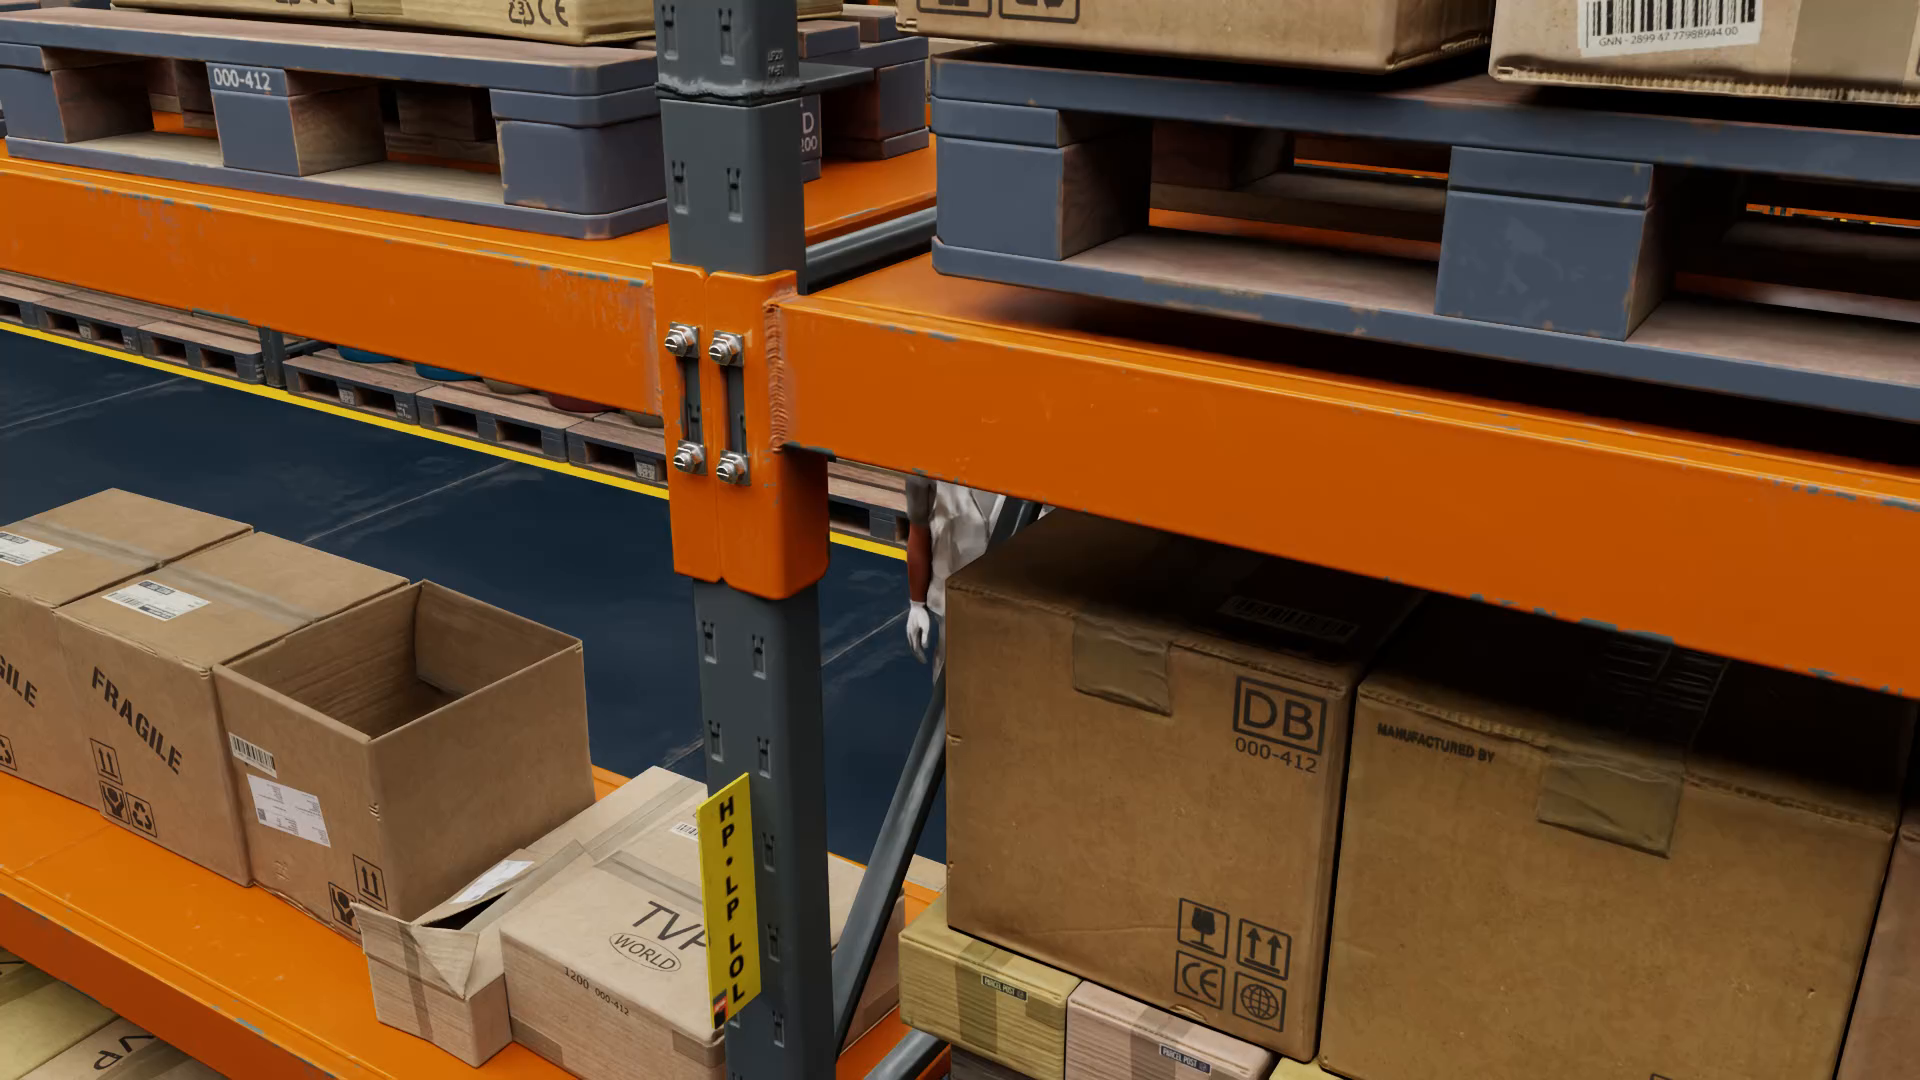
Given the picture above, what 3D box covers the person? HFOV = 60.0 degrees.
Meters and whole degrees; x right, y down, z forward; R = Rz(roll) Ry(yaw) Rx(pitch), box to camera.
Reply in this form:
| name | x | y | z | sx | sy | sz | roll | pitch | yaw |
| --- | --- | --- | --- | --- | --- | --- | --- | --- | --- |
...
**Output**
| name | x | y | z | sx | sy | sz | roll | pitch | yaw |
| --- | --- | --- | --- | --- | --- | --- | --- | --- | --- |
| person | 0.104 | 0.292 | 5.372 | 0.565 | 1.797 | 0.528 | 0 | 23 | 0 |
